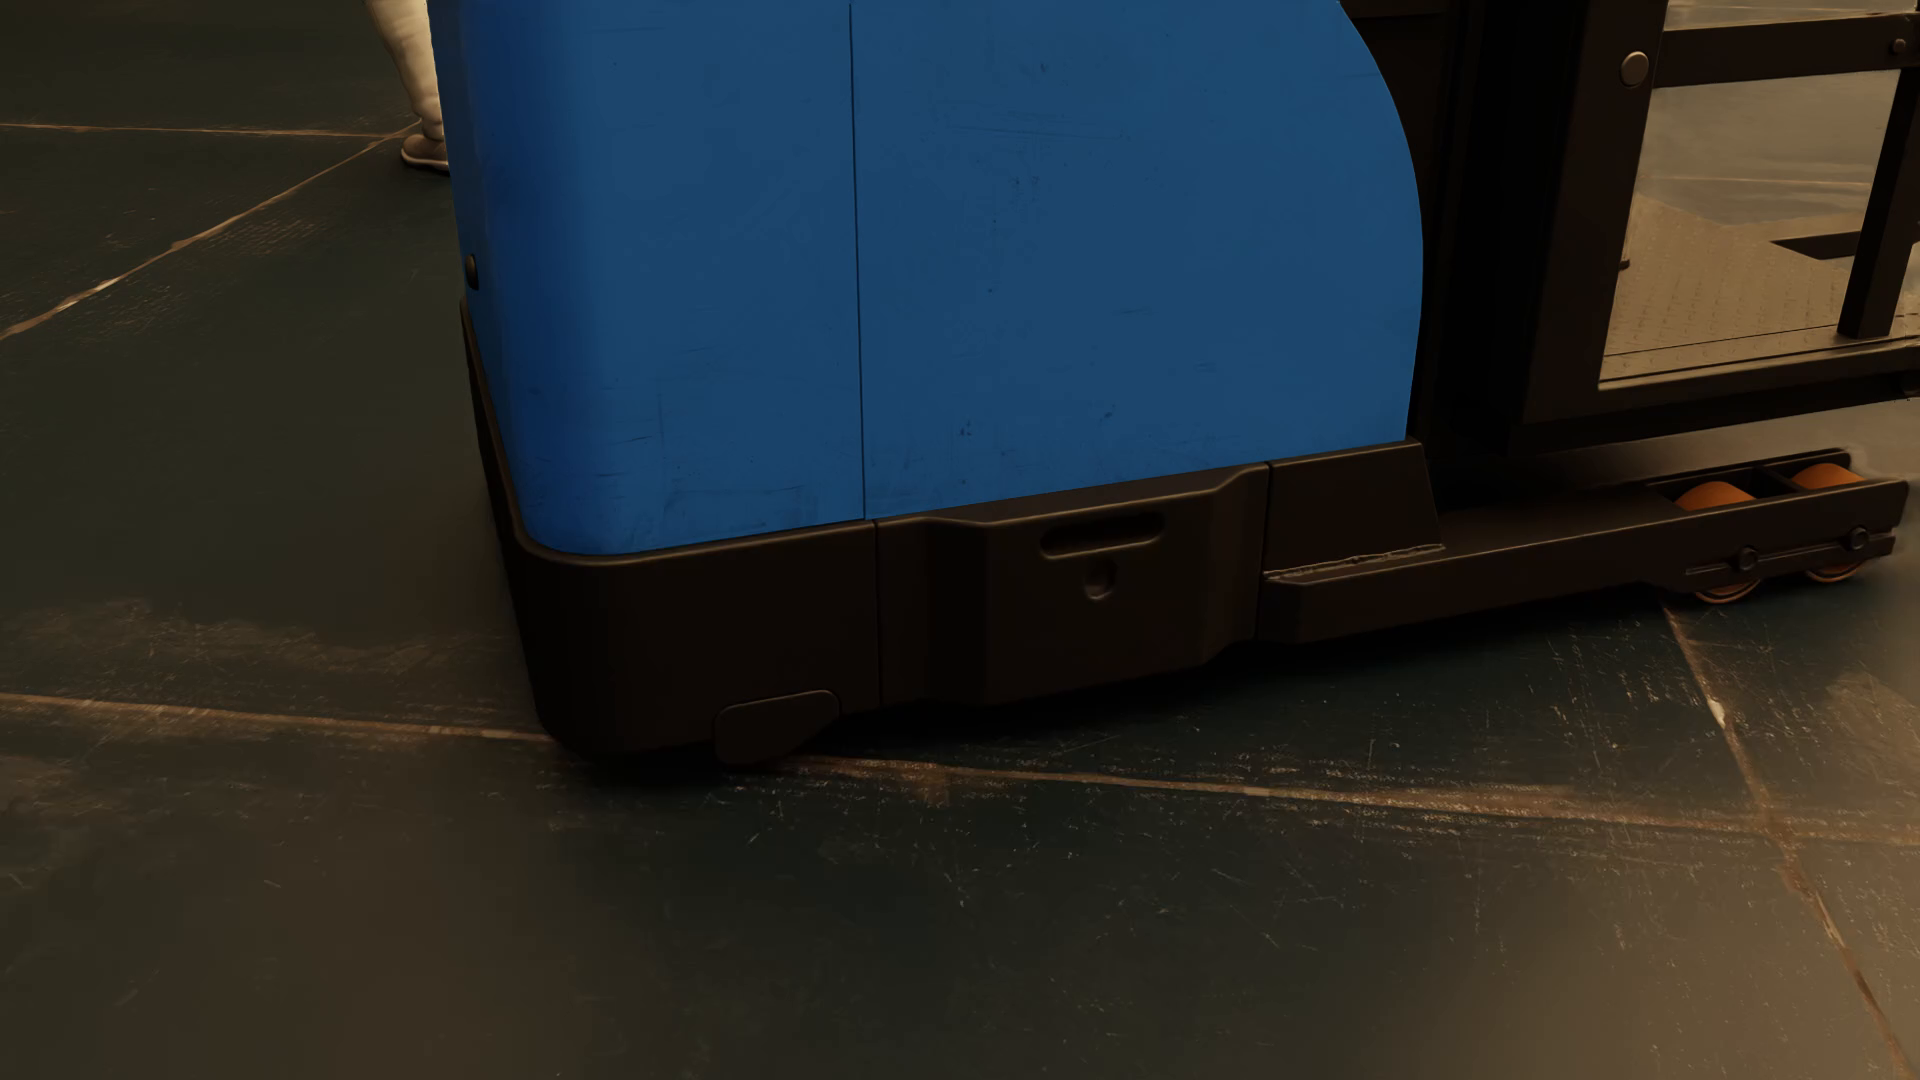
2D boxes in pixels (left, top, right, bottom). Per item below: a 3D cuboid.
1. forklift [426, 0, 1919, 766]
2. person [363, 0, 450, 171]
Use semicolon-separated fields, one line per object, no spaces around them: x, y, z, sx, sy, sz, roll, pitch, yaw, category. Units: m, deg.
0.809;-1.436;2.096;3.031;2.935;1.130;-9;28;-17;forklift
-1.446;-1.873;4.382;1.011;1.756;0.701;-20;33;-34;person
